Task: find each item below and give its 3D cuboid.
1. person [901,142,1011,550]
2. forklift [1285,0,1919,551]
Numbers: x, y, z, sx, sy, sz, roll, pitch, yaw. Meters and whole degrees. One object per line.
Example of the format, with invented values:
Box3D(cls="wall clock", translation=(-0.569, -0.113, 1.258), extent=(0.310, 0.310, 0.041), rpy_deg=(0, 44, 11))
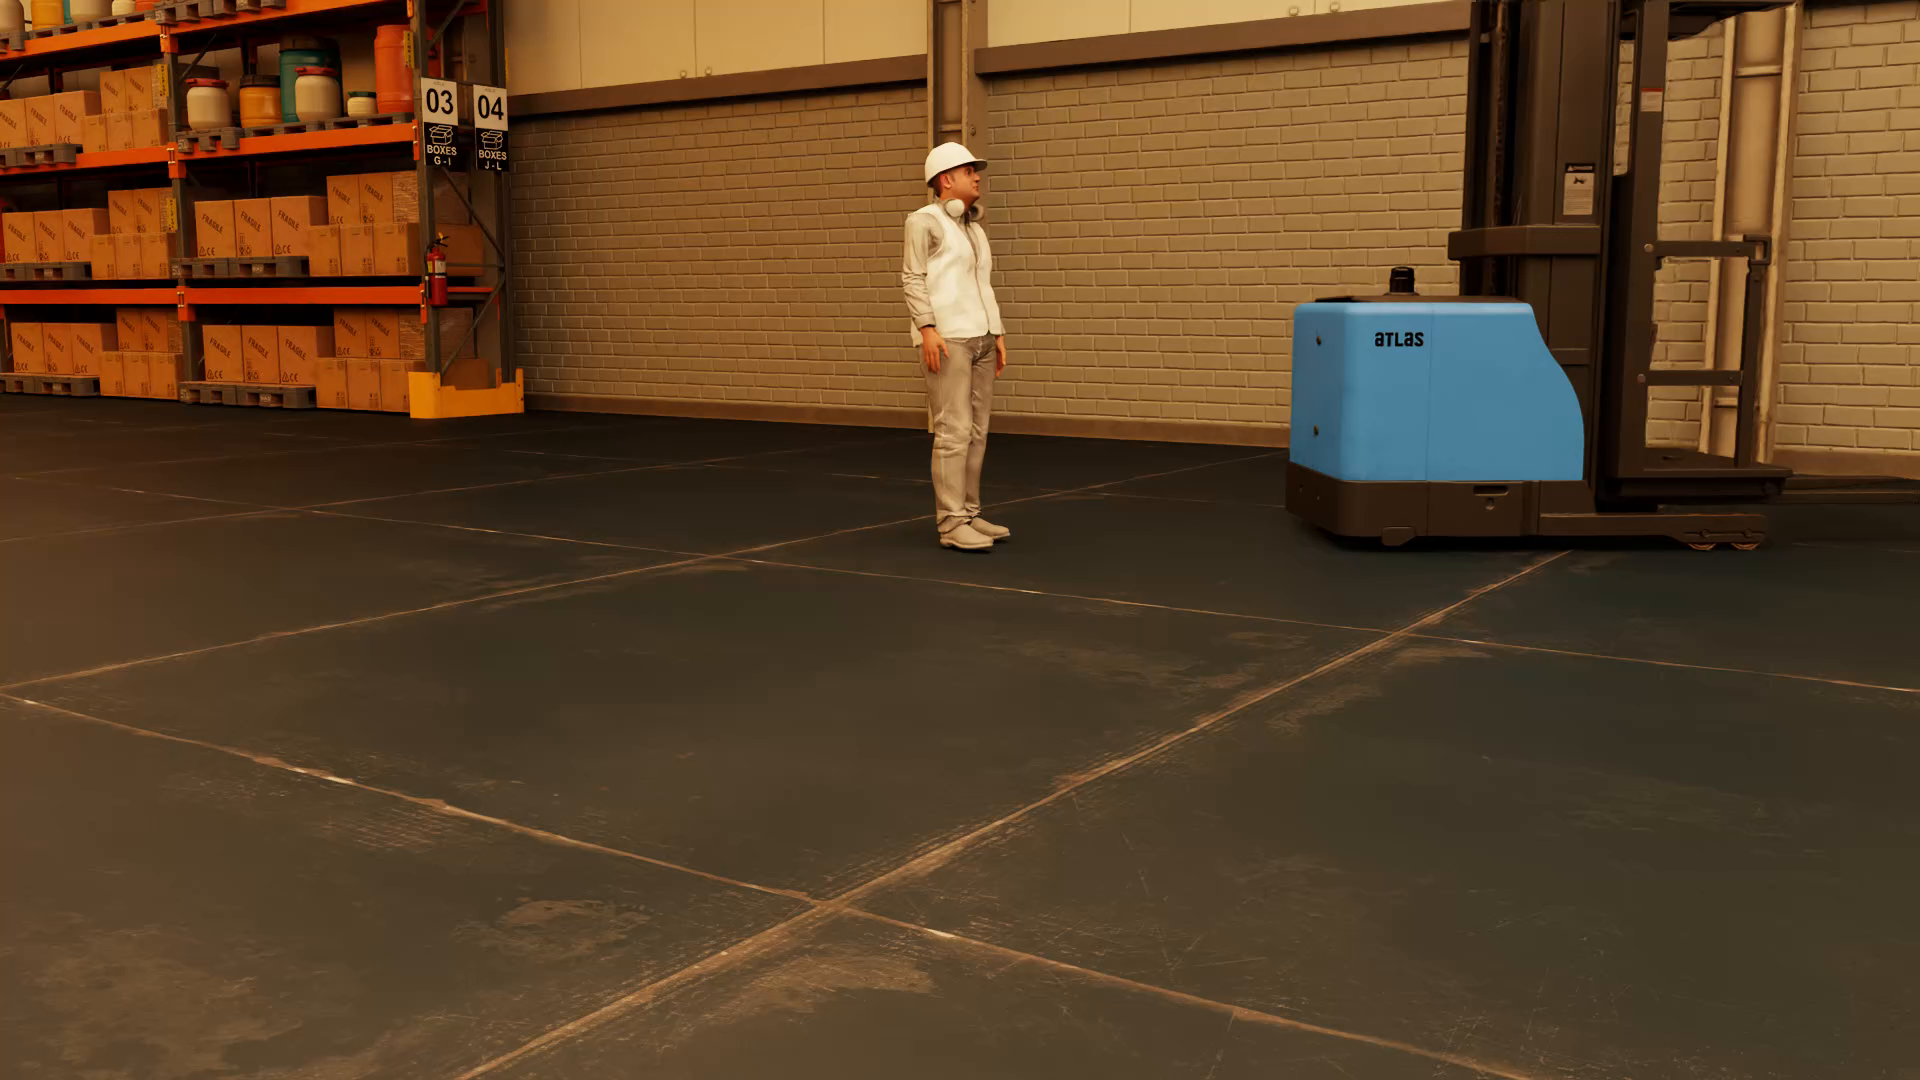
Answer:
Box3D(cls="person", translation=(0.046, -0.879, 7.434), extent=(0.566, 1.775, 0.626), rpy_deg=(5, 10, 34))
Box3D(cls="forklift", translation=(3.126, -1.478, 7.587), extent=(3.031, 2.935, 1.130), rpy_deg=(0, 8, -3))
